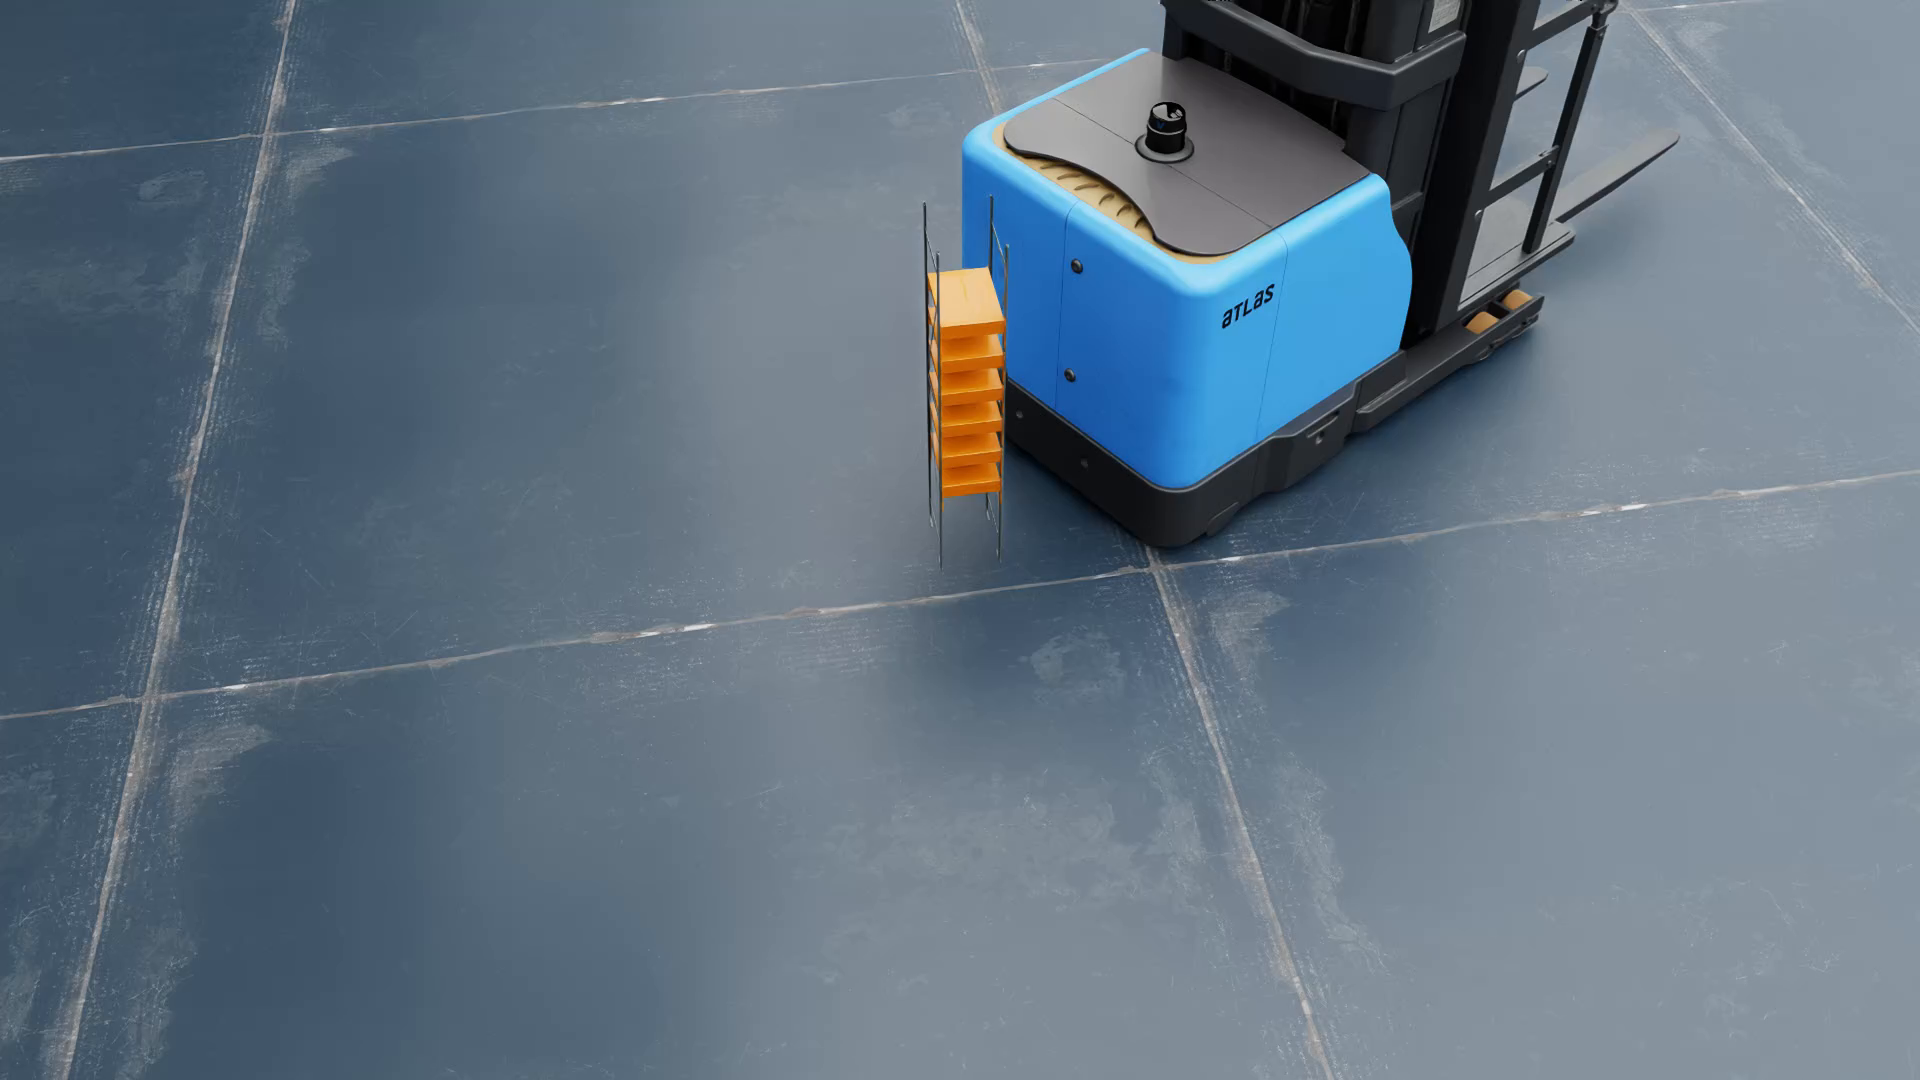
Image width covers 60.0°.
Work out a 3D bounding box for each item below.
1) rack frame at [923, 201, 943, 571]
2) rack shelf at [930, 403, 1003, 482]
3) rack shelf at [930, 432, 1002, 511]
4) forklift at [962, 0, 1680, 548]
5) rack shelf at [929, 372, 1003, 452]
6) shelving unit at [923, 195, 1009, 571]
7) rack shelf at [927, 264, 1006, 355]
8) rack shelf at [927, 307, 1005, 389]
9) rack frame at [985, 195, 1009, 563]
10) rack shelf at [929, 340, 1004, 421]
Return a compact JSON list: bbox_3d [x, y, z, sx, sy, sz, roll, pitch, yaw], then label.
[{"bbox_3d":[-0.076,-0.407,4.809,0.006,1.200,0.240,-7,46,-7],"label":"rack frame"},{"bbox_3d":[0.014,-0.304,4.938,0.180,0.103,0.258,-7,46,-7],"label":"rack shelf"},{"bbox_3d":[0.014,-0.221,5.024,0.180,0.103,0.258,-7,46,-7],"label":"rack shelf"},{"bbox_3d":[1.436,-1.910,5.054,3.031,2.935,1.130,-32,54,-27],"label":"forklift"},{"bbox_3d":[0.014,-0.387,4.852,0.180,0.103,0.258,-7,46,-7],"label":"rack shelf"},{"bbox_3d":[0.014,-0.418,4.820,0.189,1.200,0.258,-7,46,-7],"label":"shelving unit"},{"bbox_3d":[0.014,-0.637,4.592,0.180,0.103,0.258,-7,46,-7],"label":"rack shelf"},{"bbox_3d":[0.014,-0.554,4.679,0.180,0.103,0.258,-7,46,-7],"label":"rack shelf"},{"bbox_3d":[0.104,-0.429,4.830,0.006,1.200,0.240,-7,46,-7],"label":"rack frame"},{"bbox_3d":[0.014,-0.471,4.765,0.180,0.103,0.258,-7,46,-7],"label":"rack shelf"}]
